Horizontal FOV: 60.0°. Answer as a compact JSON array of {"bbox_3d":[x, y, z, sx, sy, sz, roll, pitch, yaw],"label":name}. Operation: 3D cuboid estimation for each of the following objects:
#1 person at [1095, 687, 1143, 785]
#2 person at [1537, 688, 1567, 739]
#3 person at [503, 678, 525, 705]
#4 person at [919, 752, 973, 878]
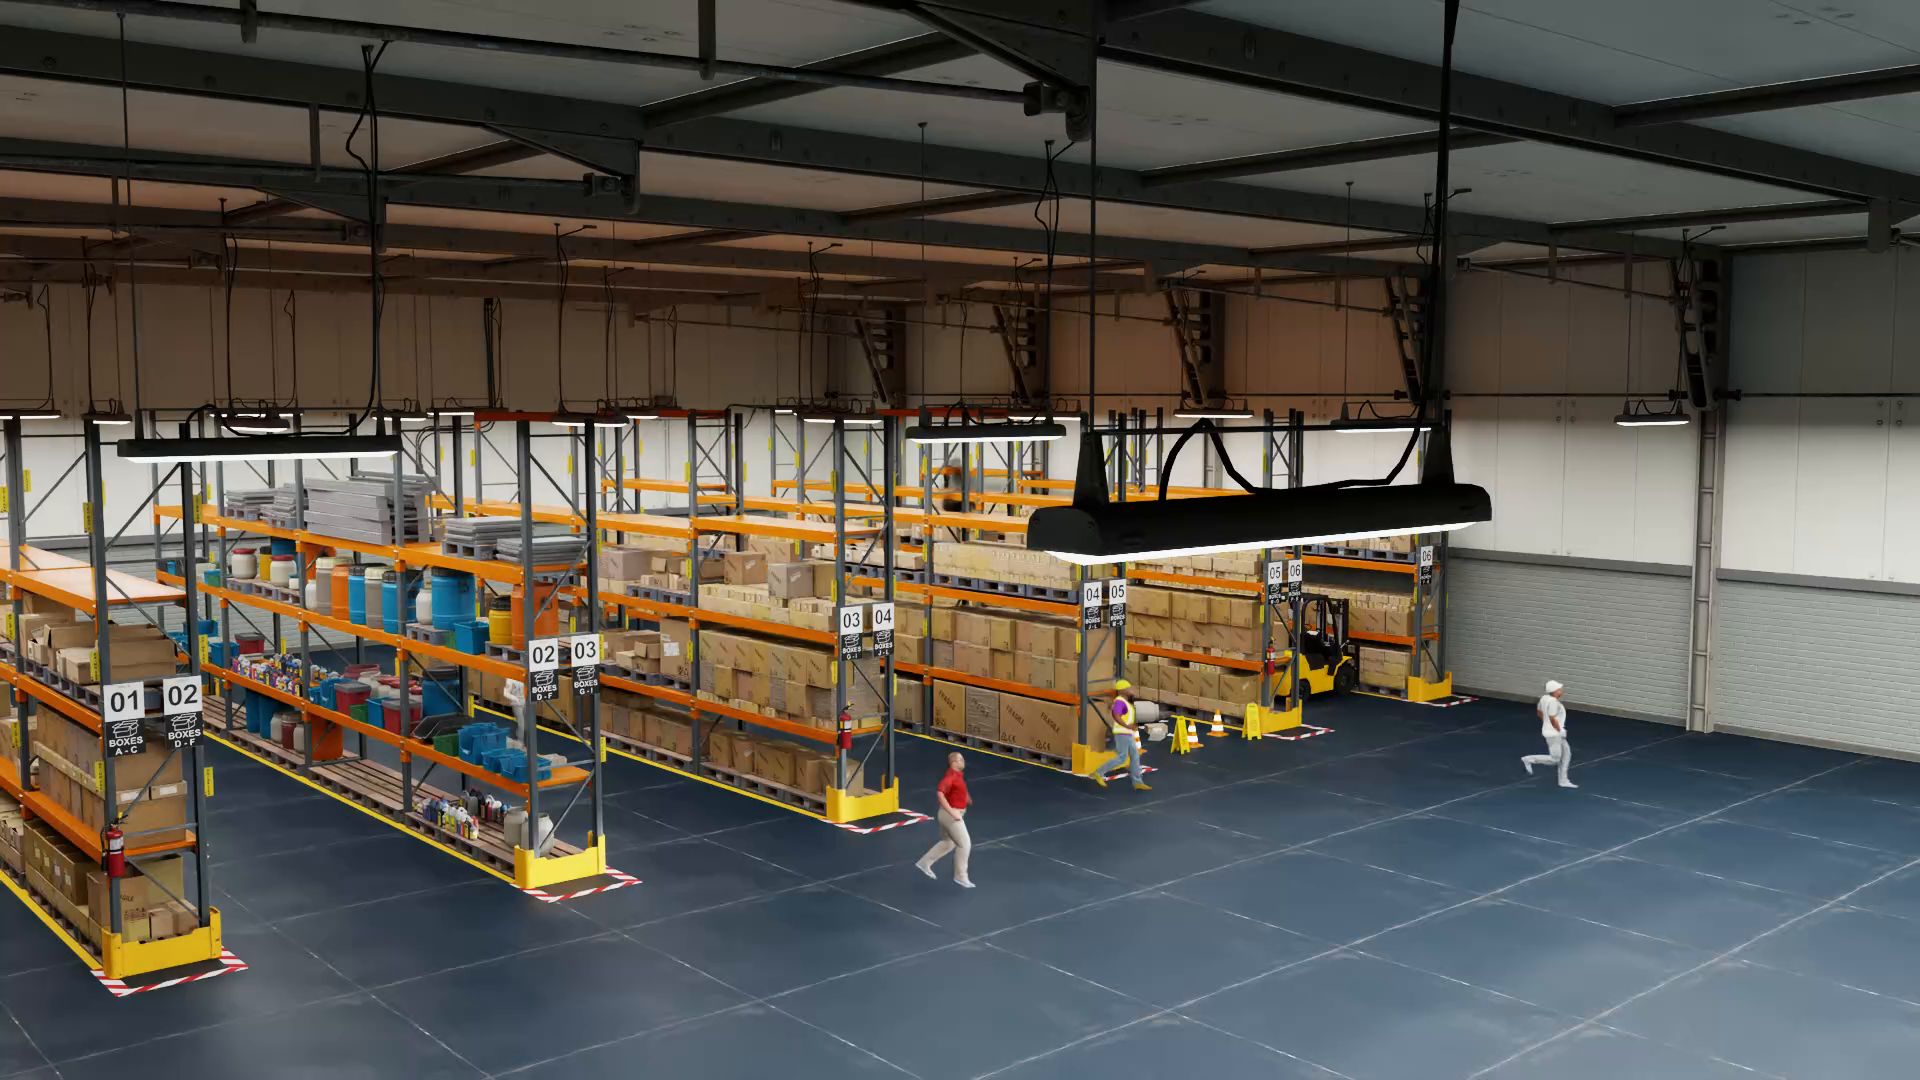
[{"bbox_3d":[2.583,3.102,26.687,0.764,1.629,0.764,1,5,13],"label":"person"},{"bbox_3d":[9.541,2.736,26.750,0.416,0.886,0.676,1,5,12],"label":"person"},{"bbox_3d":[-7.778,2.537,29.440,0.612,0.785,0.329,-5,7,-43],"label":"person"},{"bbox_3d":[-4.653,2.859,19.975,9.768,3.206,3.018,0,5,-3],"label":"person"}]
